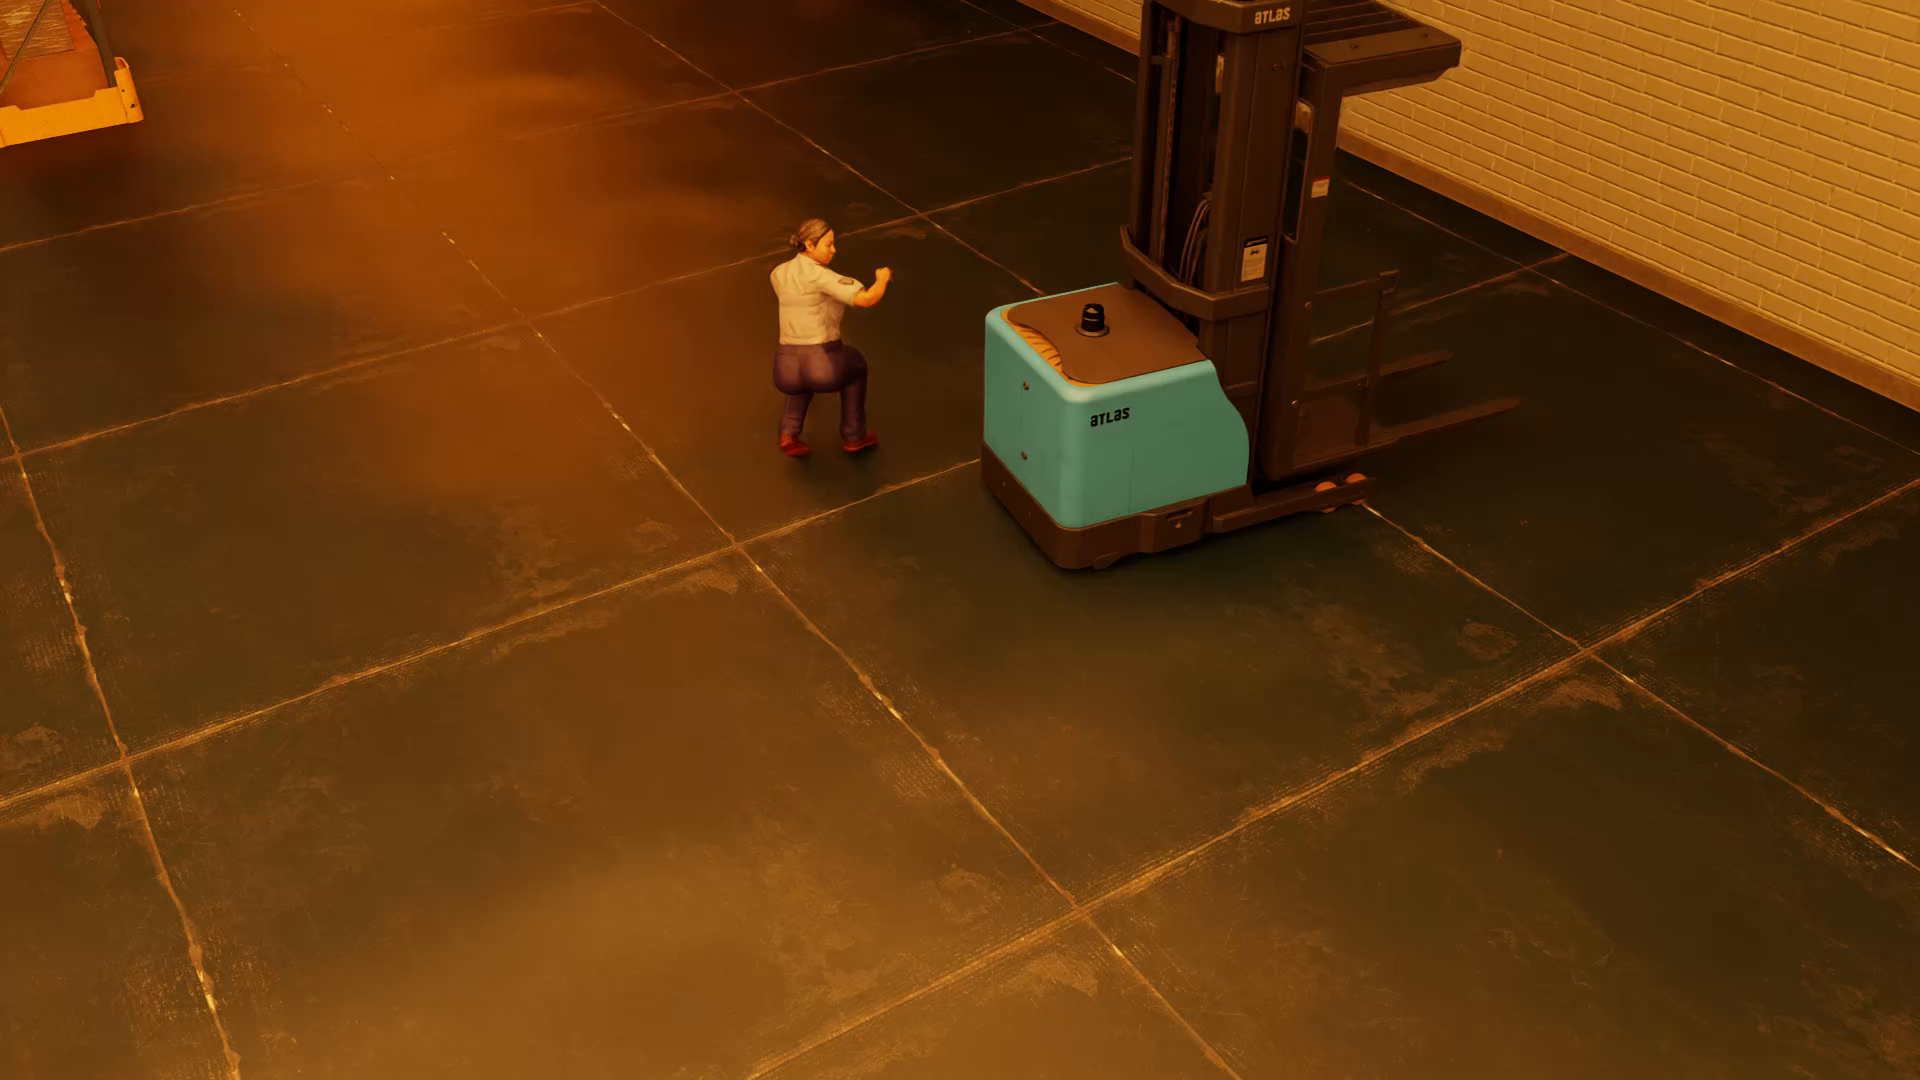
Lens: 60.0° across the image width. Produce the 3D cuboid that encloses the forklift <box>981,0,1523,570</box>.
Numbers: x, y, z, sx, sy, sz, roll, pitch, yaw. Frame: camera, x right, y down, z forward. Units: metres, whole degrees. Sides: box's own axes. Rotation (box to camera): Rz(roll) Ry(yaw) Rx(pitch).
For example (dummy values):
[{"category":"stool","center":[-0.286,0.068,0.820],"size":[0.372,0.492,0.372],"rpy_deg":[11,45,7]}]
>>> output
[{"category":"forklift","center":[1.675,-1.607,8.434],"size":[3.031,2.935,1.130],"rpy_deg":[-15,38,-20]}]

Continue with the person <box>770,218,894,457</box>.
[{"category":"person","center":[-0.691,-1.121,9.111],"size":[0.730,1.386,0.922],"rpy_deg":[12,37,17]}]
